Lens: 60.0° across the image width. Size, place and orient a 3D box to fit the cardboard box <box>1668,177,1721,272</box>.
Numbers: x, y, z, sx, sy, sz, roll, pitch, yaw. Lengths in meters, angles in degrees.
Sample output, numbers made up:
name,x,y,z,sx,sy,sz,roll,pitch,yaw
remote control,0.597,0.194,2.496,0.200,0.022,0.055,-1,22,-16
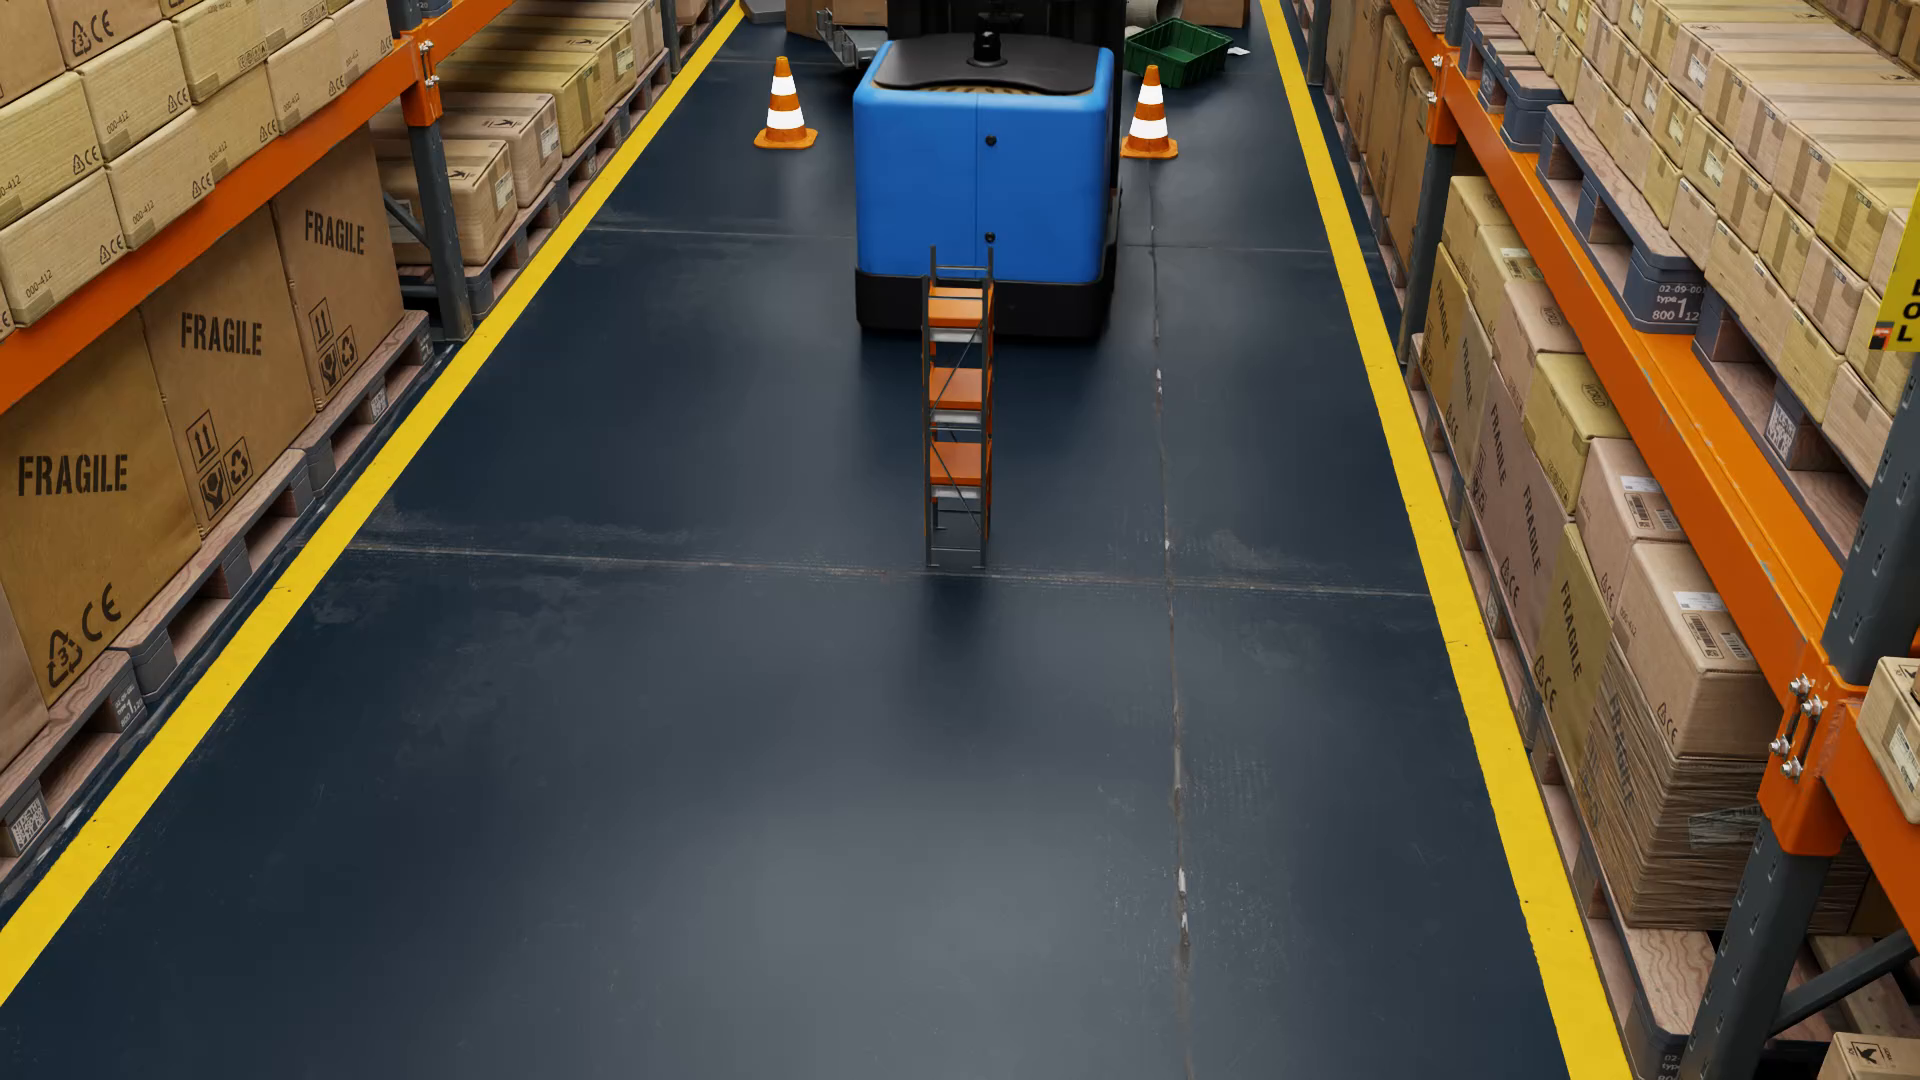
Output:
name,x,y,z,sx,sy,sz,roll,pitch,yaw
cardboard box,1.924,-0.748,3.943,0.380,0.149,0.250,1,32,2

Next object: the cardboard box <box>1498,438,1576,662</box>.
name,x,y,z,sx,sy,sz,roll,pitch,yaw
cardboard box,1.906,0.035,4.817,0.500,0.500,0.500,2,32,3

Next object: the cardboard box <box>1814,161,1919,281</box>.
name,x,y,z,sx,sy,sz,roll,pitch,yaw
cardboard box,1.868,-0.601,3.138,0.380,0.149,0.250,2,32,3

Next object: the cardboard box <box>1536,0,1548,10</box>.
name,x,y,z,sx,sy,sz,roll,pitch,yaw
cardboard box,2.075,-1.821,5.401,0.380,0.149,0.250,4,32,6

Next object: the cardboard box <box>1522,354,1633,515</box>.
name,x,y,z,sx,sy,sz,roll,pitch,yaw
cardboard box,1.902,-0.296,4.639,0.500,0.250,0.500,1,32,2

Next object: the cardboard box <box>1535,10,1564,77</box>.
name,x,y,z,sx,sy,sz,roll,pitch,yaw
cardboard box,2.053,-1.573,5.283,0.380,0.149,0.250,4,32,6

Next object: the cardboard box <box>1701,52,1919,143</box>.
name,x,y,z,sx,sy,sz,roll,pitch,yaw
cardboard box,1.936,-1.001,3.788,0.380,0.149,0.250,1,32,2

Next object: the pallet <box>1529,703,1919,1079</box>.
name,x,y,z,sx,sy,sz,roll,pitch,yaw
pallet,2.071,0.863,4.148,1.003,0.211,1.213,2,32,4

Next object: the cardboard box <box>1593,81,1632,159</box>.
name,x,y,z,sx,sy,sz,roll,pitch,yaw
cardboard box,1.991,-1.161,4.615,0.380,0.149,0.250,3,32,5

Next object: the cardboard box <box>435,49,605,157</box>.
name,x,y,z,sx,sy,sz,roll,pitch,yaw
cardboard box,-2.432,-2.305,8.735,0.950,0.372,0.625,3,32,6

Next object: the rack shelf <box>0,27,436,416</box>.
name,x,y,z,sx,sy,sz,roll,pitch,yaw
rack shelf,-2.770,-0.815,4.899,1.077,0.370,4.000,2,32,4

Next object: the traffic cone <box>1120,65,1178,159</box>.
name,x,y,z,sx,sy,sz,roll,pitch,yaw
traffic cone,1.046,-2.383,9.176,0.336,0.463,0.334,2,32,4

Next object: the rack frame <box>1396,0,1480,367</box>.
name,x,y,z,sx,sy,sz,roll,pitch,yaw
rack frame,2.335,-2.008,6.150,1.000,3.000,0.127,2,32,4

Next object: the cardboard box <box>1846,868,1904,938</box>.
name,x,y,z,sx,sy,sz,roll,pitch,yaw
cardboard box,2.333,0.594,3.910,0.500,0.500,0.500,4,32,6

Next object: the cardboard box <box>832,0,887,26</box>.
name,x,y,z,sx,sy,sz,roll,pitch,yaw
cardboard box,-0.505,-3.456,10.160,0.500,0.500,0.500,2,32,4

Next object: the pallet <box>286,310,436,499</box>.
name,x,y,z,sx,sy,sz,roll,pitch,yaw
pallet,-2.747,-0.571,6.475,1.003,0.211,1.213,2,32,4

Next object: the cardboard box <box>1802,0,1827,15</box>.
name,x,y,z,sx,sy,sz,roll,pitch,yaw
cardboard box,2.688,-1.521,4.914,0.380,0.149,0.250,3,32,4

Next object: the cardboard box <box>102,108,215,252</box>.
name,x,y,z,sx,sy,sz,roll,pitch,yaw
cardboard box,-2.486,-1.029,4.704,0.500,0.250,0.500,2,32,3

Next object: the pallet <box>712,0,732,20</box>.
name,x,y,z,sx,sy,sz,roll,pitch,yaw
pallet,-2.165,-4.064,12.143,1.003,0.211,1.213,2,32,4

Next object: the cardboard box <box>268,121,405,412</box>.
name,x,y,z,sx,sy,sz,roll,pitch,yaw
cardboard box,-2.746,-1.084,6.274,0.875,0.875,0.875,2,32,4

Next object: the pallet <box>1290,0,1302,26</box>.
name,x,y,z,sx,sy,sz,roll,pitch,yaw
pallet,2.897,-3.947,11.953,1.003,0.211,1.213,2,32,4

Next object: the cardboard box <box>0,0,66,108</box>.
name,x,y,z,sx,sy,sz,roll,pitch,yaw
cardboard box,-2.553,-1.291,3.937,0.500,0.500,0.500,2,32,3

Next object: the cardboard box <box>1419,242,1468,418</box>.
name,x,y,z,sx,sy,sz,roll,pitch,yaw
cardboard box,2.023,-0.764,6.113,0.500,0.500,0.500,1,32,2

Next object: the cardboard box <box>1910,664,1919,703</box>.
name,x,y,z,sx,sy,sz,roll,pitch,yaw
cardboard box,1.717,0.162,2.249,0.500,0.500,0.500,2,32,3

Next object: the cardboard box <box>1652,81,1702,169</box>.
name,x,y,z,sx,sy,sz,roll,pitch,yaw
cardboard box,1.948,-1.021,4.104,0.380,0.149,0.250,3,32,4

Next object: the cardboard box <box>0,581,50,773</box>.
name,x,y,z,sx,sy,sz,roll,pitch,yaw
cardboard box,-2.962,0.323,3.992,0.875,0.875,0.875,3,32,6

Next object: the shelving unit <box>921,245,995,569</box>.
name,x,y,z,sx,sy,sz,roll,pitch,yaw
shelving unit,-0.004,-0.419,5.429,0.215,1.050,0.252,2,32,4

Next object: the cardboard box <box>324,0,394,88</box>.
name,x,y,z,sx,sy,sz,roll,pitch,yaw
cardboard box,-2.390,-1.828,5.999,0.500,0.250,0.500,1,32,2

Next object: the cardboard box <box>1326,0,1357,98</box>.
name,x,y,z,sx,sy,sz,roll,pitch,yaw
cardboard box,2.699,-2.993,9.491,1.050,0.750,0.750,2,32,4

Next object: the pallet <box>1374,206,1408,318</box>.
name,x,y,z,sx,sy,sz,roll,pitch,yaw
pallet,2.474,-1.230,7.545,1.003,0.211,1.213,2,32,4

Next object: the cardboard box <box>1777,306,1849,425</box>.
name,x,y,z,sx,sy,sz,roll,pitch,yaw
cardboard box,1.864,-0.341,3.283,0.380,0.149,0.250,3,32,4

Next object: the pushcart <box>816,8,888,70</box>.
name,x,y,z,sx,sy,sz,roll,pitch,yaw
pushcart,-0.005,-3.071,10.373,1.648,0.377,0.936,-8,33,-13

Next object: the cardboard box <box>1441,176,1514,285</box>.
name,x,y,z,sx,sy,sz,roll,pitch,yaw
cardboard box,2.037,-1.092,5.930,0.500,0.250,0.500,1,32,2

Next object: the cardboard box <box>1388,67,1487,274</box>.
name,x,y,z,sx,sy,sz,roll,pitch,yaw
cardboard box,2.474,-1.544,7.140,1.050,0.750,0.750,2,32,3

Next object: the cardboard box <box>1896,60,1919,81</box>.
name,x,y,z,sx,sy,sz,roll,pitch,yaw
cardboard box,2.625,-1.119,4.263,0.380,0.149,0.250,2,32,3

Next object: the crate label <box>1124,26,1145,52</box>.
name,x,y,z,sx,sy,sz,roll,pitch,yaw
crate label,1.118,-3.299,10.973,0.298,0.136,0.250,-20,37,-29

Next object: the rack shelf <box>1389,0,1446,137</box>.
name,x,y,z,sx,sy,sz,roll,pitch,yaw
rack shelf,2.497,-2.748,8.036,1.077,0.370,4.000,2,32,4

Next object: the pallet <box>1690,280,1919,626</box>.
name,x,y,z,sx,sy,sz,roll,pitch,yaw
pallet,2.216,-0.229,3.445,1.003,0.211,1.213,2,32,4

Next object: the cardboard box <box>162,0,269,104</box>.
name,x,y,z,sx,sy,sz,roll,pitch,yaw
cardboard box,-2.453,-1.515,5.016,0.500,0.250,0.500,2,32,3

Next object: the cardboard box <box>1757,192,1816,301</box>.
name,x,y,z,sx,sy,sz,roll,pitch,yaw
cardboard box,1.888,-0.599,3.419,0.380,0.149,0.250,4,32,6

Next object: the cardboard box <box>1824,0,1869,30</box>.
name,x,y,z,sx,sy,sz,roll,pitch,yaw
cardboard box,2.664,-1.524,4.636,0.380,0.149,0.250,2,32,4

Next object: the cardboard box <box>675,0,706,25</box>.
name,x,y,z,sx,sy,sz,roll,pitch,yaw
cardboard box,-1.964,-3.564,10.894,0.500,0.250,0.500,1,32,2

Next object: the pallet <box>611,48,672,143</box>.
name,x,y,z,sx,sy,sz,roll,pitch,yaw
pallet,-2.344,-2.664,9.872,1.003,0.211,1.213,2,32,4

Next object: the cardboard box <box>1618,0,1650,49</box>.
name,x,y,z,sx,sy,sz,roll,pitch,yaw
cardboard box,1.998,-1.413,4.455,0.380,0.149,0.250,3,32,5

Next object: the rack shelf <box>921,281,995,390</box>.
name,x,y,z,sx,sy,sz,roll,pitch,yaw
rack shelf,-0.004,-0.652,5.286,0.215,0.259,0.240,2,32,4

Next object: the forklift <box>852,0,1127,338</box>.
name,x,y,z,sx,sy,sz,roll,pitch,yaw
forklift,0.241,-2.852,7.584,1.130,2.935,3.031,4,32,6

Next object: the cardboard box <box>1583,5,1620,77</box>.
name,x,y,z,sx,sy,sz,roll,pitch,yaw
cardboard box,2.015,-1.419,4.749,0.380,0.149,0.250,3,32,4
